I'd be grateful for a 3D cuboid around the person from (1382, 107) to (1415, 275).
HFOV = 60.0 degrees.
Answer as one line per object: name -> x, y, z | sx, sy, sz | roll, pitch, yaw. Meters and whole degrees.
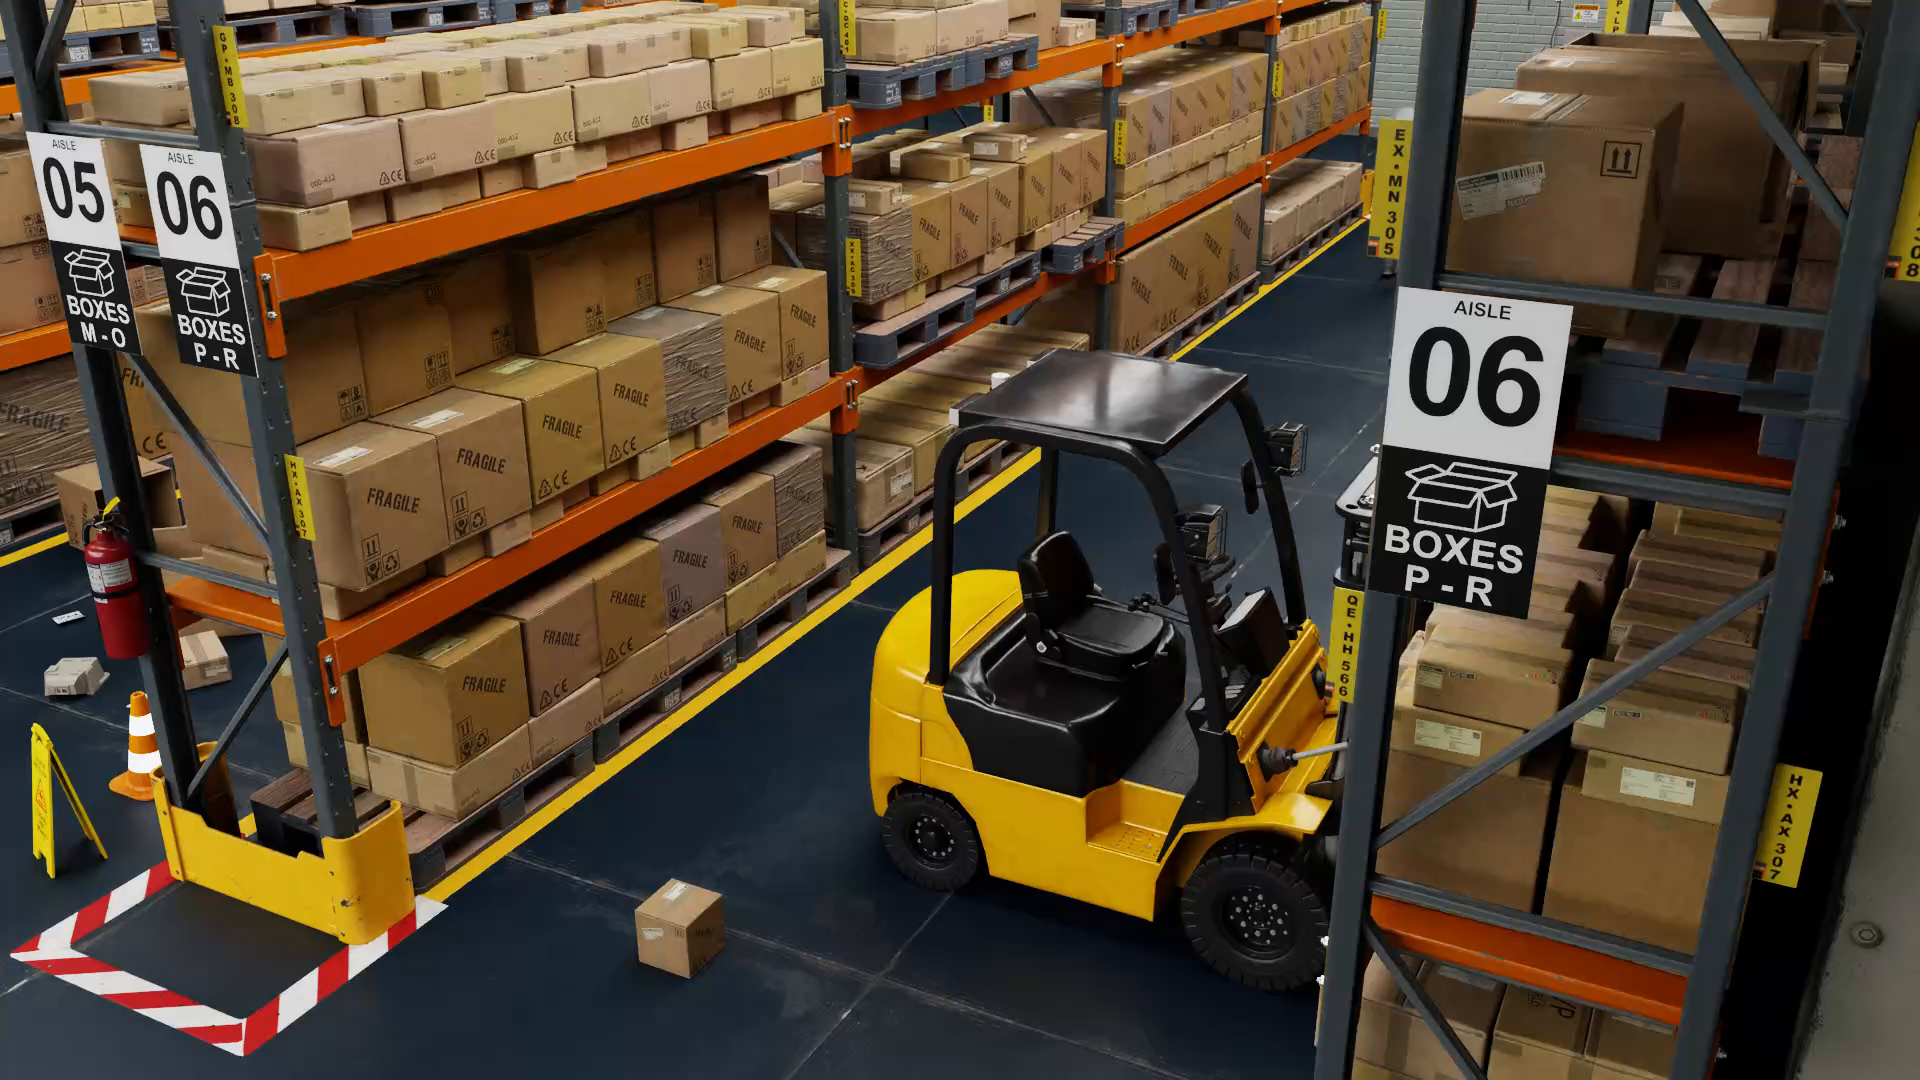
person -> 4.474, -3.520, 16.844 | 0.455, 1.682, 0.462 | 12, 26, 26
